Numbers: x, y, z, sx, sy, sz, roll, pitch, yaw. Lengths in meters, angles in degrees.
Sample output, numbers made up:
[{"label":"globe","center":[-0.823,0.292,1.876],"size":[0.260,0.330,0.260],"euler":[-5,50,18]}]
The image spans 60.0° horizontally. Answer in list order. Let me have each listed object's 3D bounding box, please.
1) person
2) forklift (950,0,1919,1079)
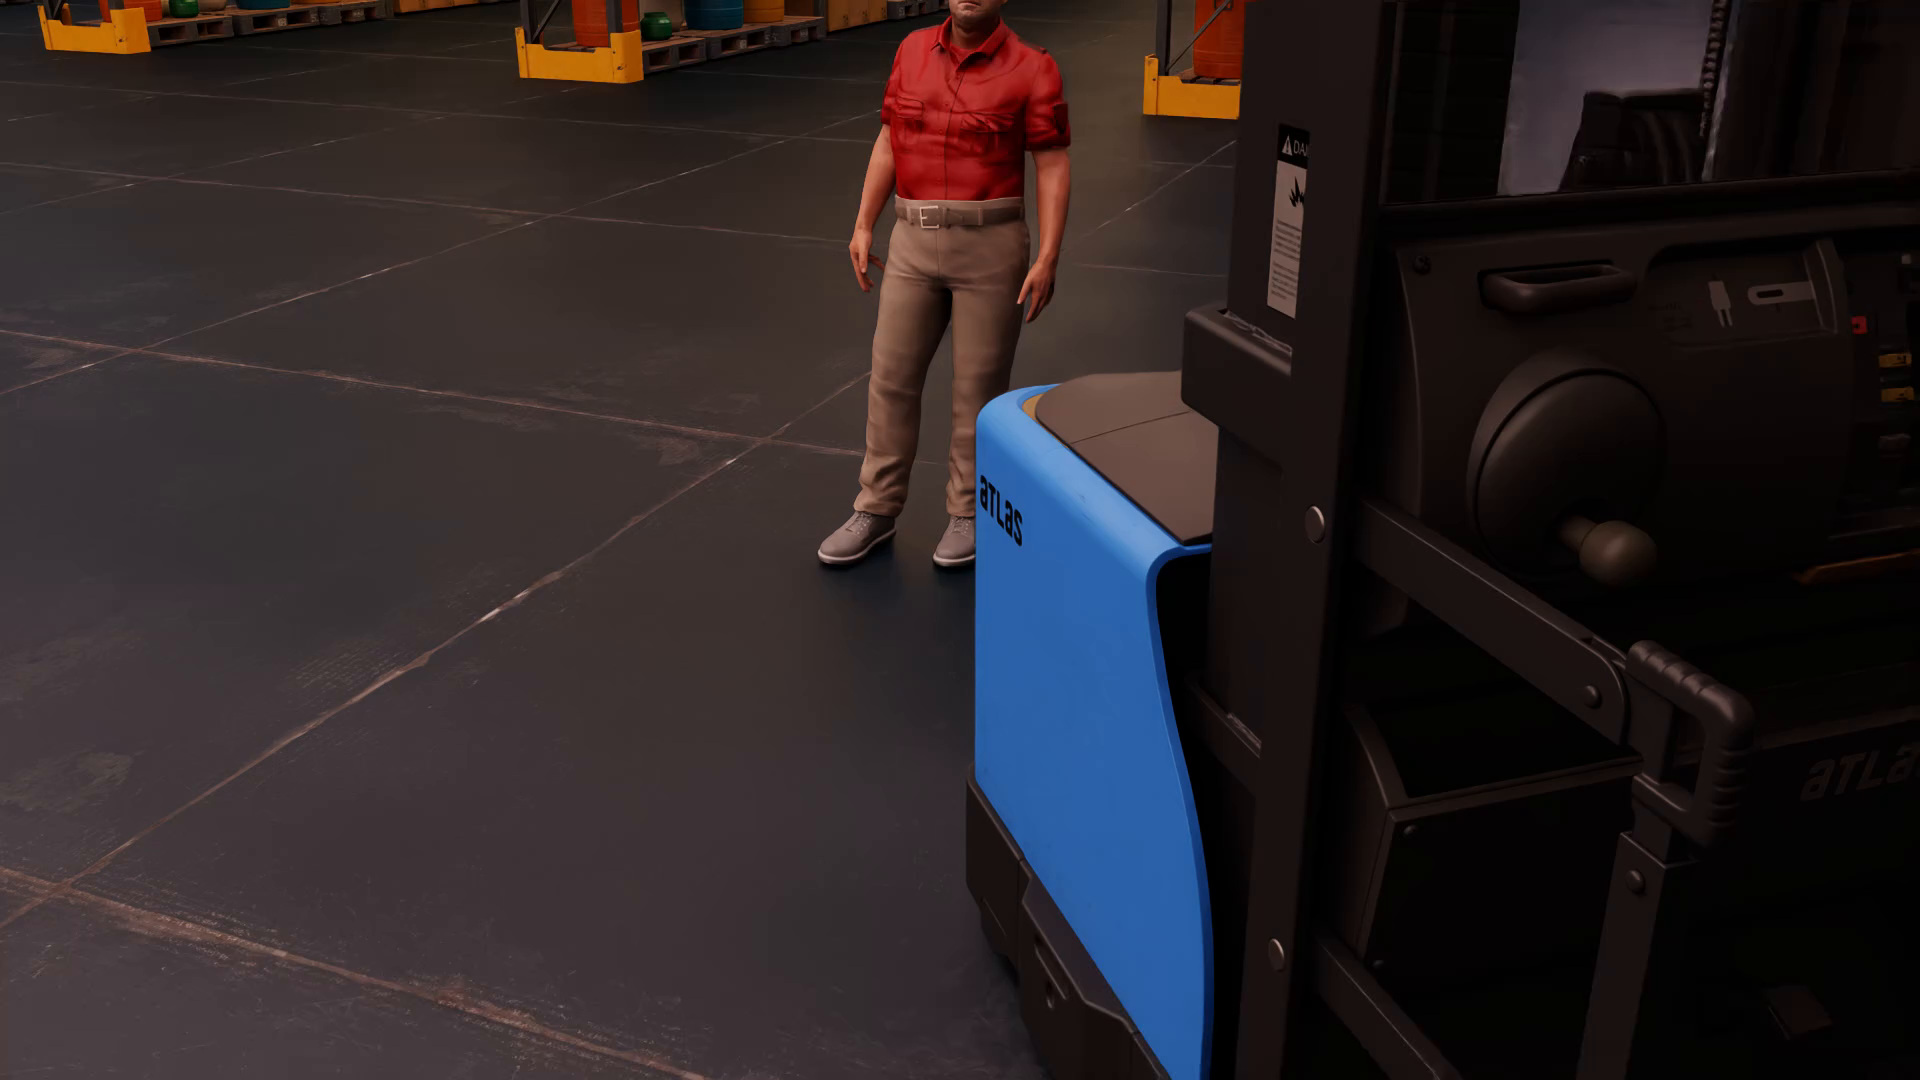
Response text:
[{"label":"person","center":[-0.045,-0.774,4.684],"size":[0.641,1.726,0.550],"euler":[9,24,21]},{"label":"forklift","center":[0.930,-0.185,1.735],"size":[1.130,2.935,3.031],"euler":[-7,24,-17]}]
